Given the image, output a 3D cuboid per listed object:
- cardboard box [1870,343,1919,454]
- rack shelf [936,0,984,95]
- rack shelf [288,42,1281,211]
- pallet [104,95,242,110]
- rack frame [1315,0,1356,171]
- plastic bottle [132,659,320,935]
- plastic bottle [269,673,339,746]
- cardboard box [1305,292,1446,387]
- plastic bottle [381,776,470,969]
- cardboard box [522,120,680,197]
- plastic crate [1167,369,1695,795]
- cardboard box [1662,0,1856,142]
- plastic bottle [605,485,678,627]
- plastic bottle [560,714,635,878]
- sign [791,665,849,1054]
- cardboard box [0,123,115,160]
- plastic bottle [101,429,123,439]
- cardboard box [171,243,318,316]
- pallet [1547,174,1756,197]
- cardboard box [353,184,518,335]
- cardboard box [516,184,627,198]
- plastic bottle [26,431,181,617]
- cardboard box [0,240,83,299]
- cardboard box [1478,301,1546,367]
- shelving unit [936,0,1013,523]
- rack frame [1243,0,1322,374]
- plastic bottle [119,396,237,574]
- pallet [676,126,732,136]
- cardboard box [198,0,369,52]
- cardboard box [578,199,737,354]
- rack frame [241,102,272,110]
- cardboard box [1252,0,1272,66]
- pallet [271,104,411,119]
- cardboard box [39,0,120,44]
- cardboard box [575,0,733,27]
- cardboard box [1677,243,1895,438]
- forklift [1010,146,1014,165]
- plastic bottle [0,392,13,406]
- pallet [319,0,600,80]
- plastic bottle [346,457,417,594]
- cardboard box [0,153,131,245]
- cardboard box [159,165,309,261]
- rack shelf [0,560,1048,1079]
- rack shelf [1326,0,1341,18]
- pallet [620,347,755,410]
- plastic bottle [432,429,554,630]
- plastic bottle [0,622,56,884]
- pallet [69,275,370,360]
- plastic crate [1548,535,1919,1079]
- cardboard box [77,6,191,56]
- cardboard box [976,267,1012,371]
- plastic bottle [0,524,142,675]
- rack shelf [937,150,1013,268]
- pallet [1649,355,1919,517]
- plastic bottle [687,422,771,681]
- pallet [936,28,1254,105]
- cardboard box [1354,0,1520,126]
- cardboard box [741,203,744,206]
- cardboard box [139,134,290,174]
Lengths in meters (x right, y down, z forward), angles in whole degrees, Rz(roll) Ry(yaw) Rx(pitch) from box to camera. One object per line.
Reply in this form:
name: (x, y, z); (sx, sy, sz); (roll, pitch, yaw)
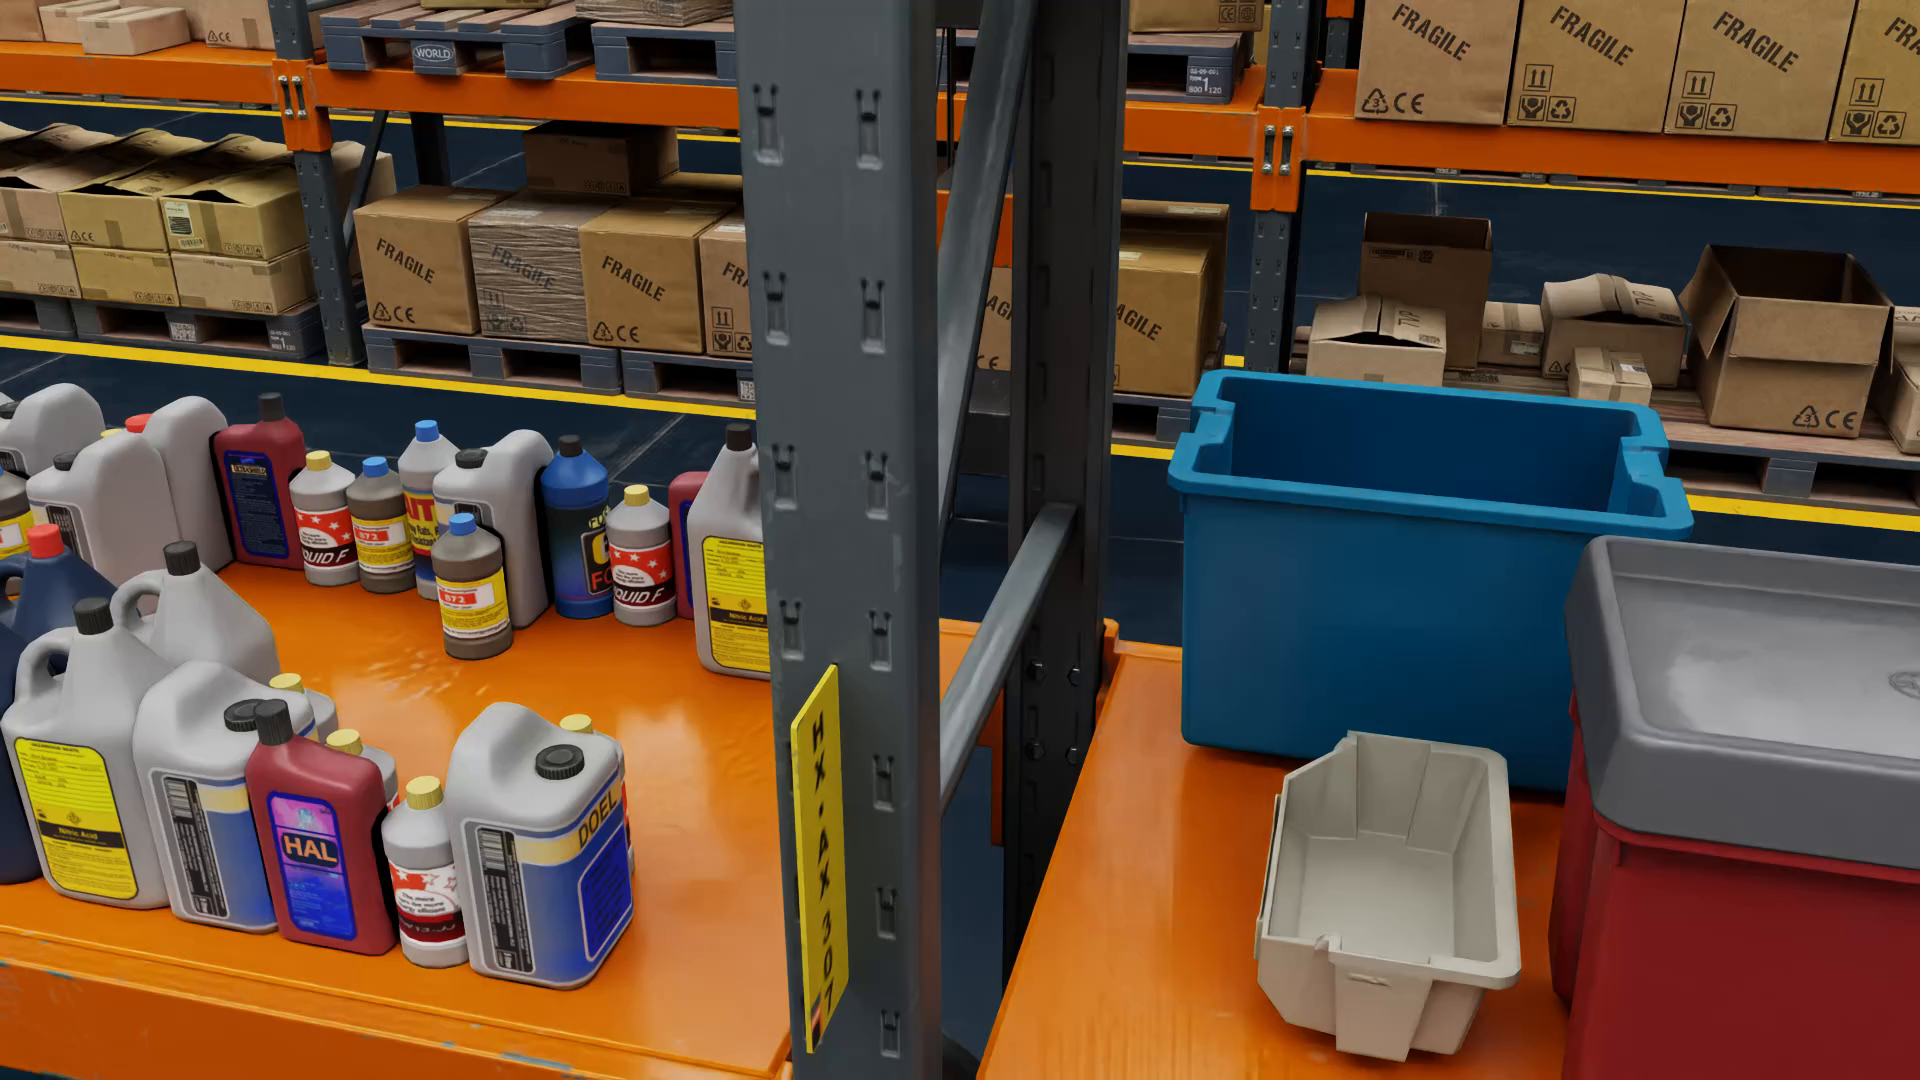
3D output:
cardboard box: (3.635, -0.497, 5.991); (0.500, 0.250, 0.500); (6, 26, 13)
rack shelf: (0.160, -1.550, 4.966); (0.480, 0.518, 0.431); (6, 26, 13)
rack shelf: (-0.675, -1.787, 6.852); (4.000, 0.370, 1.077); (6, 26, 13)
pallet: (-5.915, -3.615, 13.098); (1.213, 0.211, 1.003); (6, 26, 13)
rack frame: (2.492, -3.961, 10.580); (0.127, 3.000, 1.000); (6, 26, 13)
plastic bottle: (-0.791, 0.273, 1.831); (0.135, 0.276, 0.152); (6, 26, 13)
plastic bottle: (-0.778, 0.253, 1.961); (0.097, 0.201, 0.097); (0, 25, 0)
cardboard box: (1.615, -0.748, 6.447); (0.500, 0.311, 0.500); (6, 26, 13)
plastic bottle: (-0.557, 0.345, 1.767); (0.097, 0.201, 0.097); (0, 25, 0)
cardboard box: (-1.592, -1.728, 7.414); (0.500, 0.250, 0.500); (7, 26, 15)
plastic crate: (0.562, 0.052, 2.100); (0.575, 0.384, 0.392); (6, 26, 13)
cardboard box: (2.668, -1.667, 5.646); (0.500, 0.500, 0.500); (6, 26, 13)
plastic bottle: (-0.470, 0.018, 2.455); (0.097, 0.201, 0.097); (0, 25, 0)
plastic bottle: (-0.425, 0.292, 1.879); (0.097, 0.201, 0.097); (0, 25, 0)
sign: (-0.114, 0.268, 1.376); (0.005, 0.325, 0.100); (6, 26, 13)
cardboard box: (-4.548, -1.869, 8.244); (0.500, 0.311, 0.500); (6, 26, 12)
plastic bottle: (-1.331, -0.078, 2.655); (0.097, 0.201, 0.097); (0, 25, 0)
cardboard box: (-3.182, -1.229, 7.552); (0.500, 0.250, 0.500); (7, 26, 14)
pallet: (4.394, -2.458, 10.667); (1.213, 0.211, 1.003); (6, 26, 13)
cardboard box: (-2.242, -1.229, 7.237); (0.500, 0.500, 0.500); (7, 26, 15)
cardboard box: (-1.648, -1.394, 7.584); (0.500, 0.500, 0.500); (7, 26, 15)
plastic bottle: (-1.263, -0.024, 2.456); (0.135, 0.276, 0.152); (6, 26, 13)
cardboard box: (-4.169, -1.338, 7.781); (0.500, 0.250, 0.500); (7, 26, 14)
cardboard box: (2.262, -0.851, 6.854); (0.250, 0.149, 0.380); (6, 26, 13)
shelving unit: (0.160, -0.930, 5.261); (0.503, 2.100, 0.431); (6, 26, 13)
rack frame: (1.262, -1.898, 6.247); (0.127, 3.000, 1.000); (6, 26, 13)
plastic bottle: (-1.226, -0.088, 2.589); (0.135, 0.276, 0.152); (6, 26, 13)
pallet: (-2.138, -3.214, 12.256); (1.213, 0.211, 1.003); (6, 26, 13)
cardboard box: (-2.953, -2.343, 7.286); (0.500, 0.311, 0.500); (8, 27, 16)
cardboard box: (-1.249, -1.119, 7.007); (0.500, 0.500, 0.500); (6, 26, 12)
rack frame: (-5.256, -4.817, 12.379); (0.127, 3.000, 1.000); (6, 26, 13)
cardboard box: (1.830, -3.195, 10.984); (0.750, 0.750, 0.750); (7, 26, 14)
pallet: (-4.501, -3.475, 12.804); (1.213, 0.211, 1.003); (6, 26, 13)
cardboard box: (-3.861, -2.326, 7.438); (0.250, 0.149, 0.380); (8, 27, 17)
cardboard box: (-1.136, -2.363, 6.619); (0.500, 0.500, 0.700); (11, 28, 23)
cardboard box: (3.083, -0.771, 6.271); (0.637, 0.503, 0.797); (6, 26, 13)
forklift: (-0.332, -3.469, 9.627); (1.130, 2.935, 3.031); (-7, 26, -15)
plastic bottle: (-1.556, -0.134, 2.692); (0.097, 0.271, 0.097); (0, 25, 0)
pallet: (-1.938, -2.196, 7.097); (1.003, 0.211, 1.213); (6, 26, 13)
plastic bottle: (-0.883, -0.028, 2.551); (0.097, 0.201, 0.097); (0, 25, 0)
cardboard box: (-4.174, -1.589, 7.656); (0.500, 0.311, 0.500); (6, 26, 13)
cardboard box: (-3.181, -1.481, 7.429); (0.500, 0.311, 0.500); (7, 26, 14)
rack shelf: (-1.912, 0.274, 2.521); (4.000, 0.370, 1.077); (6, 26, 13)
rack shelf: (0.555, -3.850, 11.184); (4.000, 0.370, 1.077); (6, 26, 13)
pallet: (-0.721, -0.840, 7.269); (1.213, 0.211, 1.003); (6, 26, 13)
plastic bottle: (-0.683, -0.028, 2.463); (0.135, 0.276, 0.152); (6, 26, 13)
plastic bottle: (-1.126, 0.204, 1.889); (0.185, 0.351, 0.144); (6, 26, 13)
pallet: (-3.400, -1.172, 7.965); (1.213, 0.211, 1.003); (6, 26, 13)
plastic crate: (0.827, 0.308, 1.470); (0.583, 0.464, 0.402); (6, 26, 13)
cardboard box: (-3.552, -2.194, 7.161); (0.250, 0.149, 0.380); (6, 26, 13)
cardboard box: (0.236, -0.958, 6.669); (0.500, 0.500, 0.500); (6, 26, 13)
plastic bottle: (-1.090, 0.144, 2.015); (0.185, 0.351, 0.144); (6, 26, 13)
rack shelf: (0.160, -0.918, 5.267); (0.480, 0.518, 0.431); (6, 26, 13)
pallet: (3.112, -0.435, 6.419); (1.213, 0.211, 1.003); (6, 26, 13)
plastic bottle: (-0.275, 0.009, 2.299); (0.185, 0.351, 0.144); (6, 26, 13)
pallet: (0.515, -1.942, 6.564); (1.213, 0.211, 1.003); (6, 26, 13)
cardboard box: (1.688, -1.775, 5.873); (0.500, 0.500, 0.500); (7, 26, 14)
cardboard box: (-0.637, -1.285, 7.355); (0.500, 0.500, 0.500); (5, 26, 11)
cardboard box: (-3.557, -1.759, 8.012); (0.500, 0.311, 0.500); (6, 26, 12)
